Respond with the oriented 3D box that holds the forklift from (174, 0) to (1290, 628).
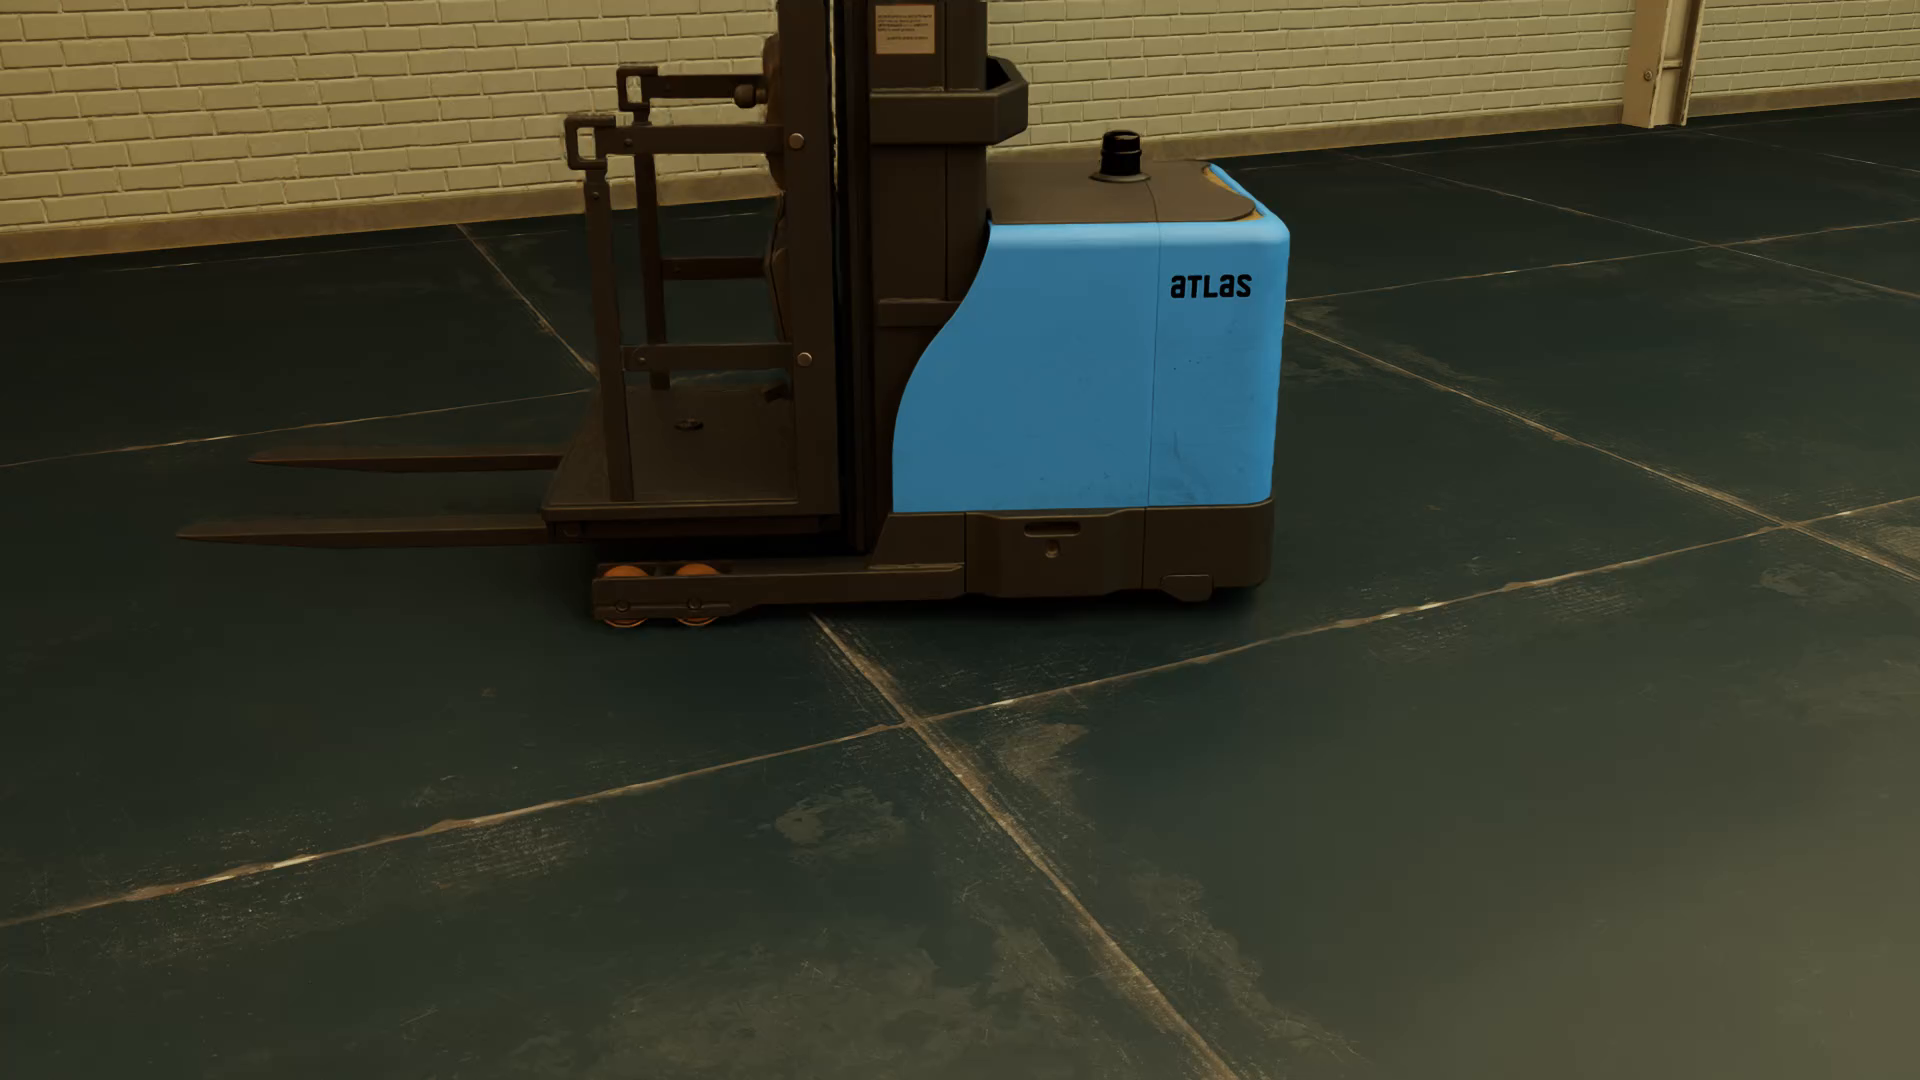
[{"bbox_3d":[-0.665,-1.323,4.472,3.031,2.935,1.130,-1,23,-3],"label":"forklift"}]
